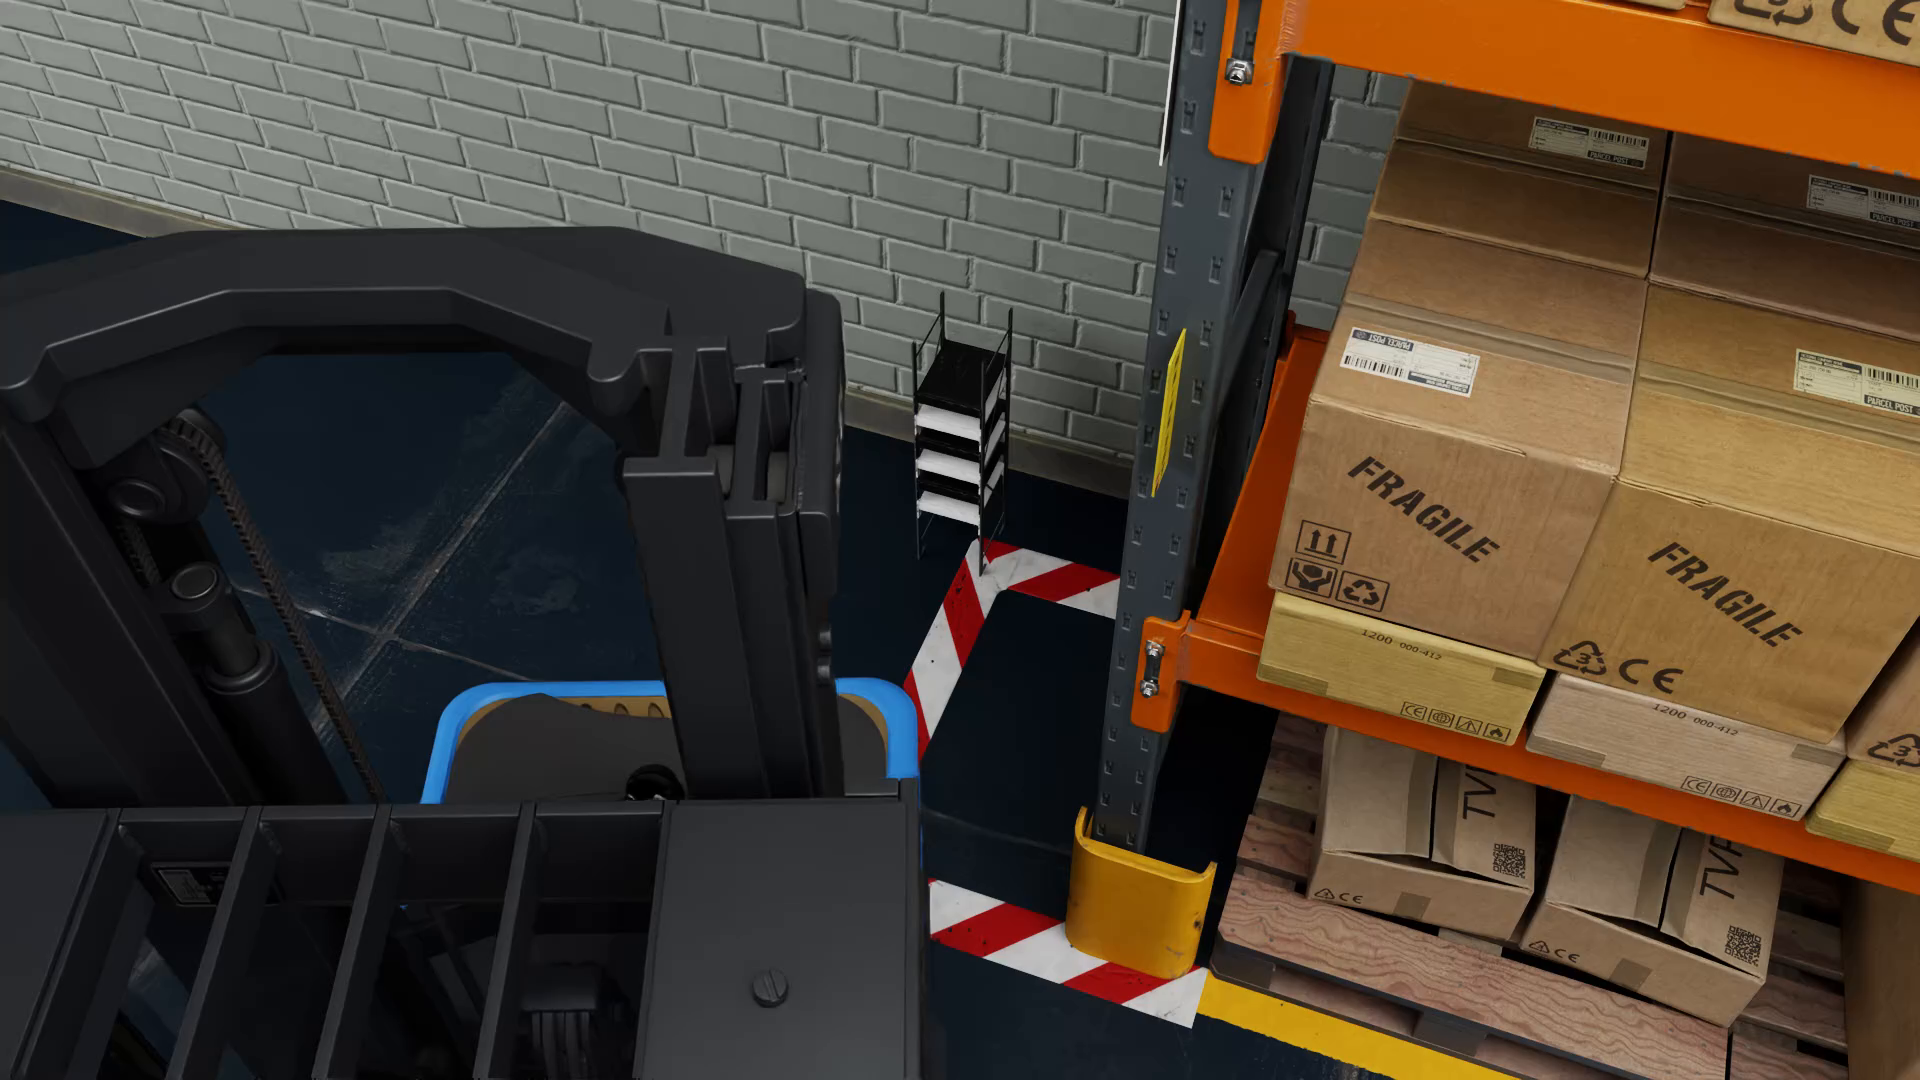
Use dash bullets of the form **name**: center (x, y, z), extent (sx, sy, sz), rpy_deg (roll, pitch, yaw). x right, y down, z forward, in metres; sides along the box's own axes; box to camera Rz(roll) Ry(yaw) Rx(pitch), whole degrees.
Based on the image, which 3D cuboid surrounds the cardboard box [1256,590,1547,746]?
- **cardboard box**: center (0.897, 0.078, 3.284), extent (0.500, 0.250, 0.500), rpy_deg (14, 51, 12)

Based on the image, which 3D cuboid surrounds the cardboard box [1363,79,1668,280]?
- **cardboard box**: center (1.065, -0.548, 3.330), extent (0.500, 0.500, 0.500), rpy_deg (15, 51, 13)

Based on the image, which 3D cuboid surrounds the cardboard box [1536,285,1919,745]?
- **cardboard box**: center (1.353, -0.046, 2.895), extent (0.500, 0.500, 0.500), rpy_deg (16, 51, 13)

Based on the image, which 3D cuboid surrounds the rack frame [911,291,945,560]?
- **rack frame**: center (-0.088, -0.319, 4.931), extent (0.006, 0.900, 0.240), rpy_deg (16, 51, 13)

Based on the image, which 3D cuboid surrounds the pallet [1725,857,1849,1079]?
- **pallet**: center (2.511, 1.174, 4.093), extent (1.213, 0.211, 1.003), rpy_deg (16, 51, 13)

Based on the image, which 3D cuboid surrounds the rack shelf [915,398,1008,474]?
- **rack shelf**: center (0.007, -0.330, 4.865), extent (0.200, 0.077, 0.258), rpy_deg (16, 51, 13)

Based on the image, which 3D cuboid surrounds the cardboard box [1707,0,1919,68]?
- **cardboard box**: center (1.268, -0.909, 1.988), extent (0.500, 0.500, 0.500), rpy_deg (19, 52, 16)

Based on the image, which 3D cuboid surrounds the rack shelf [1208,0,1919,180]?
- **rack shelf**: center (2.425, -0.541, 2.225), extent (4.000, 0.370, 1.077), rpy_deg (16, 51, 13)

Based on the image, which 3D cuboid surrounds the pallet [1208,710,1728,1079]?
- **pallet**: center (1.370, 0.853, 4.371), extent (1.213, 0.211, 1.003), rpy_deg (16, 51, 13)

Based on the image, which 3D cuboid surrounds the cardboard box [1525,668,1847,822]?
- **cardboard box**: center (1.389, 0.203, 3.175), extent (0.500, 0.250, 0.500), rpy_deg (14, 51, 12)

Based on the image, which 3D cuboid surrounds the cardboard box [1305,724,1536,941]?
- **cardboard box**: center (1.167, 0.664, 4.178), extent (0.500, 0.311, 0.500), rpy_deg (10, 50, 9)

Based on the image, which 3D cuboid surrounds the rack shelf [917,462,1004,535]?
- **rack shelf**: center (0.008, -0.153, 5.069), extent (0.200, 0.077, 0.258), rpy_deg (16, 51, 13)

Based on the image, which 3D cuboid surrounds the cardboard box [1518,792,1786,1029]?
- **cardboard box**: center (1.702, 0.813, 4.049), extent (0.500, 0.311, 0.500), rpy_deg (19, 52, 16)

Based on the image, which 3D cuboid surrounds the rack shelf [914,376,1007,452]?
- **rack shelf**: center (0.007, -0.389, 4.797), extent (0.200, 0.077, 0.258), rpy_deg (16, 51, 13)

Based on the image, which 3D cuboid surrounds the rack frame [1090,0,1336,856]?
- **rack frame**: center (0.549, -0.318, 3.541), extent (0.127, 3.000, 1.000), rpy_deg (16, 51, 13)

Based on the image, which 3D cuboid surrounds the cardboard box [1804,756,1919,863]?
- **cardboard box**: center (1.865, 0.341, 3.055), extent (0.500, 0.250, 0.500), rpy_deg (15, 51, 13)

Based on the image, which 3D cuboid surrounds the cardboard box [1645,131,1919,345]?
- **cardboard box**: center (1.534, -0.409, 3.210), extent (0.500, 0.500, 0.500), rpy_deg (16, 51, 14)

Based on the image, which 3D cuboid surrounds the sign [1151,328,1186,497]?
- **sign**: center (0.361, -0.217, 2.880), extent (0.005, 0.325, 0.100), rpy_deg (16, 51, 13)

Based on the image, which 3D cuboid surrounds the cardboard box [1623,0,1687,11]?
- **cardboard box**: center (0.776, -1.075, 2.132), extent (0.500, 0.500, 0.500), rpy_deg (17, 51, 14)

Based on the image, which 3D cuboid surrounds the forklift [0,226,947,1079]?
- **forklift**: center (-0.579, 1.159, 2.306), extent (1.130, 2.935, 3.031), rpy_deg (-1, 49, -1)

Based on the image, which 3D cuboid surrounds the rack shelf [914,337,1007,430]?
- **rack shelf**: center (0.007, -0.448, 4.729), extent (0.200, 0.077, 0.258), rpy_deg (16, 51, 13)

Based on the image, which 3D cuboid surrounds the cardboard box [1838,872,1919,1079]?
- **cardboard box**: center (2.373, 0.979, 3.780), extent (0.500, 0.500, 0.700), rpy_deg (13, 50, 11)

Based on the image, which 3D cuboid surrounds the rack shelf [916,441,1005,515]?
- **rack shelf**: center (0.007, -0.212, 5.001), extent (0.200, 0.077, 0.258), rpy_deg (16, 51, 13)

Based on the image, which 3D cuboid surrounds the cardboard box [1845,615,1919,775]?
- **cardboard box**: center (1.836, 0.093, 2.774), extent (0.500, 0.500, 0.500), rpy_deg (14, 51, 12)

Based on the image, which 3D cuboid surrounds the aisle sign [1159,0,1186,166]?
- **aisle sign**: center (0.378, -0.976, 2.390), extent (0.004, 0.787, 0.394), rpy_deg (16, 51, 13)

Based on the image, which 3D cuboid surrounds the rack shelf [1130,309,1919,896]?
- **rack shelf**: center (2.425, 0.441, 3.358), extent (4.000, 0.370, 1.077), rpy_deg (16, 51, 13)

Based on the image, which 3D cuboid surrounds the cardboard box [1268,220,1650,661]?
- **cardboard box**: center (0.893, -0.183, 3.013), extent (0.500, 0.500, 0.500), rpy_deg (16, 51, 13)

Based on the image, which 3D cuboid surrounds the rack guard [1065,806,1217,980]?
- **rack guard**: center (0.621, 0.521, 4.468), extent (0.348, 0.500, 1.175), rpy_deg (16, 51, 13)

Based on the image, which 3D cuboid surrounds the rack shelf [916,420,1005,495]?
- **rack shelf**: center (0.007, -0.271, 4.933), extent (0.200, 0.077, 0.258), rpy_deg (16, 51, 13)

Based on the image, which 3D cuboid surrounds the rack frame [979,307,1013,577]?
- **rack frame**: center (0.103, -0.266, 4.885), extent (0.006, 0.900, 0.240), rpy_deg (16, 51, 13)

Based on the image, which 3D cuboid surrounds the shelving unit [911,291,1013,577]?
- **shelving unit**: center (0.007, -0.293, 4.908), extent (0.210, 0.900, 0.258), rpy_deg (16, 51, 13)
